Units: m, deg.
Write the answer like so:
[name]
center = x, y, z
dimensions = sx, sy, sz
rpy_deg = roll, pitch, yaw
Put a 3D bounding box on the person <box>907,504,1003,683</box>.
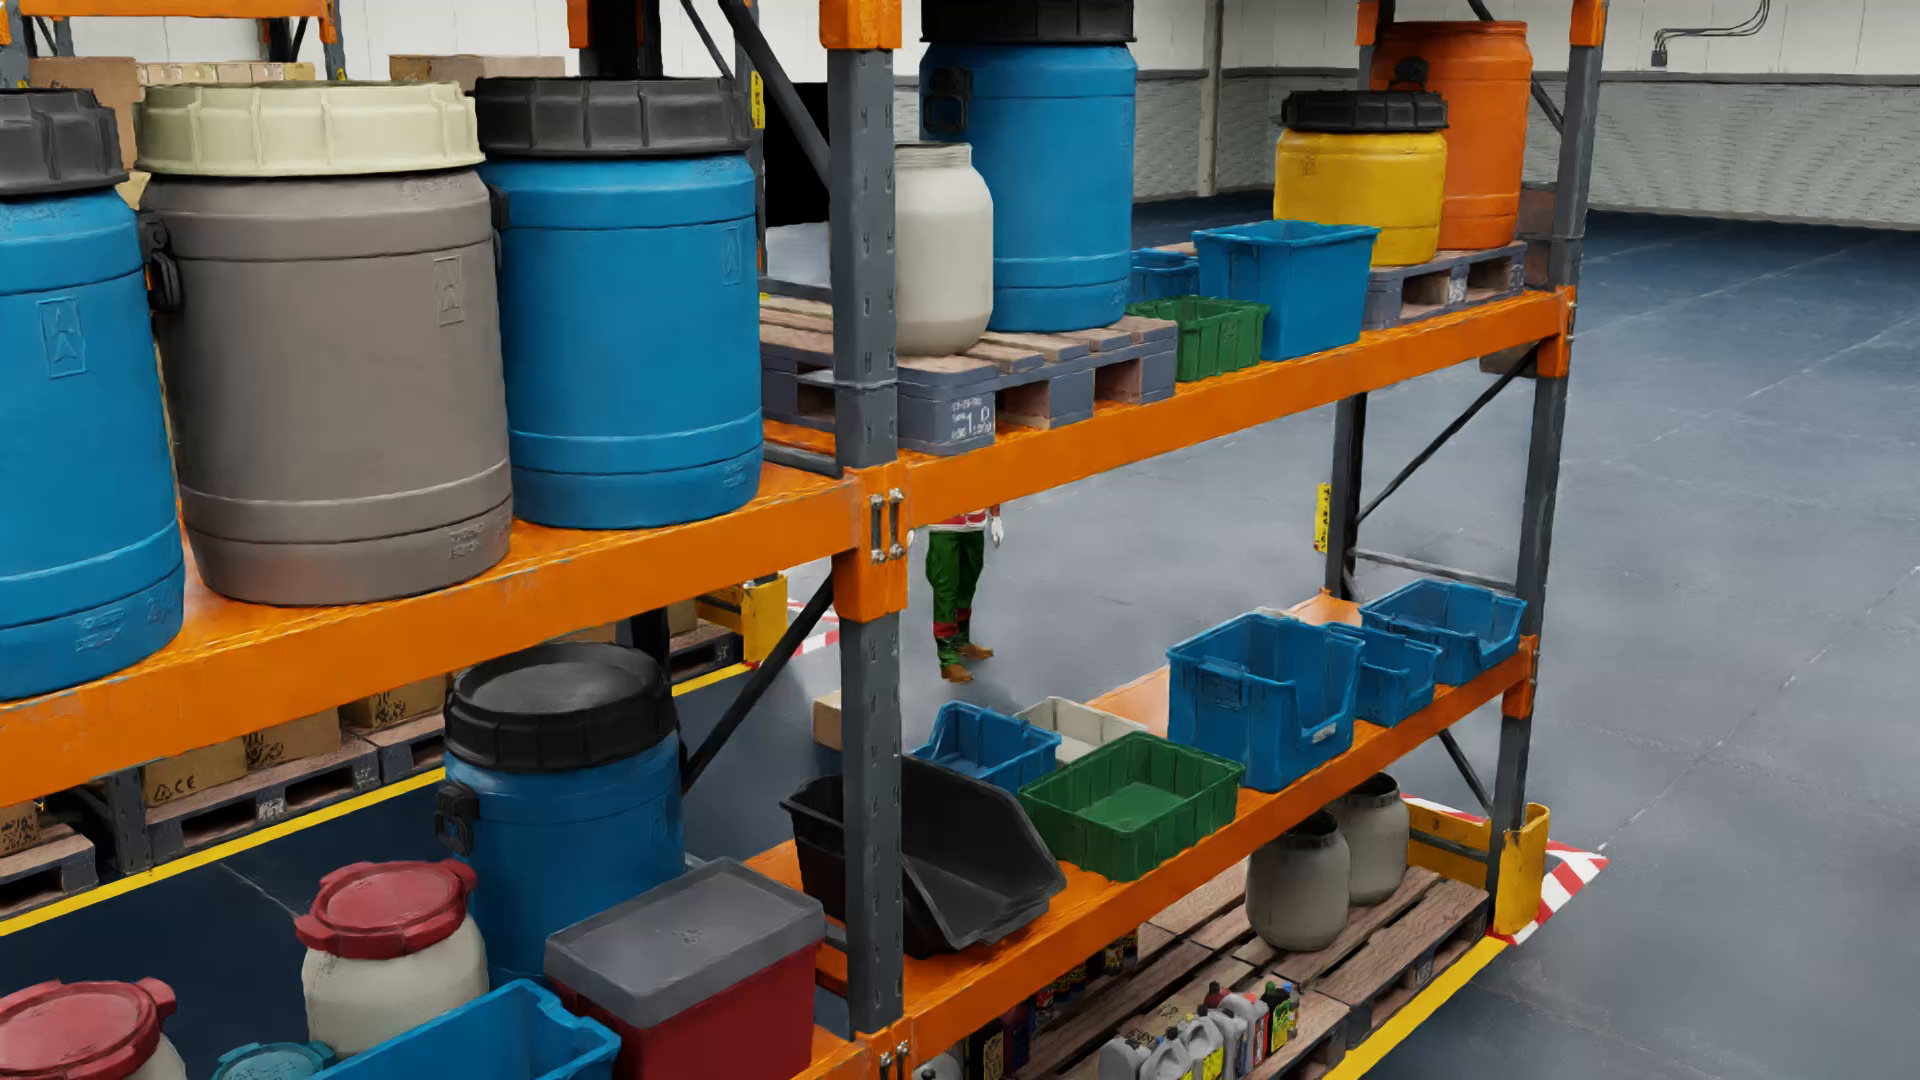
[person]
center = -0.010, -0.042, 10.065
dimensions = 0.761, 1.784, 0.611
rpy_deg = -10, 20, -31
